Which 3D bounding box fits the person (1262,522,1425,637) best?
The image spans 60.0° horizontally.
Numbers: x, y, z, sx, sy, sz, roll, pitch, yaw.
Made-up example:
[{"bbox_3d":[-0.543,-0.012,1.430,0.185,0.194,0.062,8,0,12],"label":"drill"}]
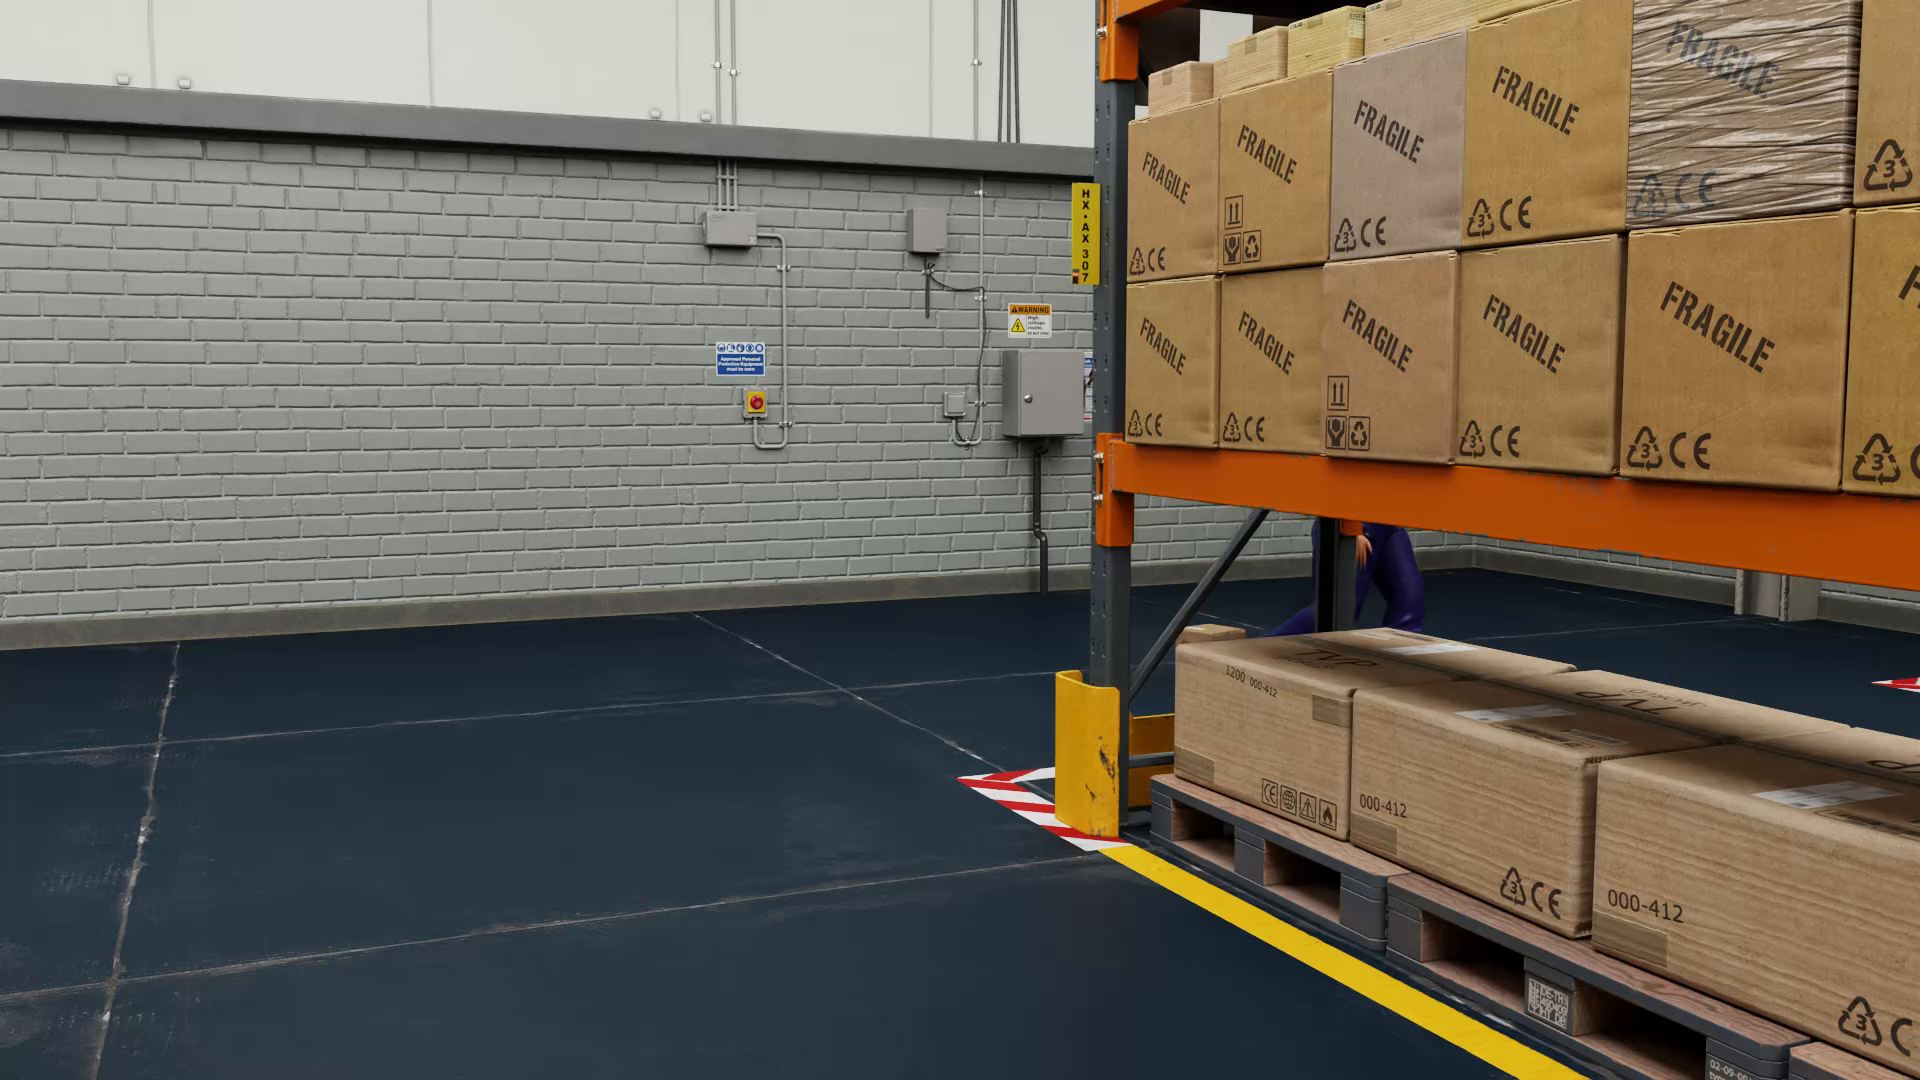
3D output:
[{"bbox_3d":[1.793,-0.053,7.572,0.886,1.609,0.472,4,7,37],"label":"person"}]
